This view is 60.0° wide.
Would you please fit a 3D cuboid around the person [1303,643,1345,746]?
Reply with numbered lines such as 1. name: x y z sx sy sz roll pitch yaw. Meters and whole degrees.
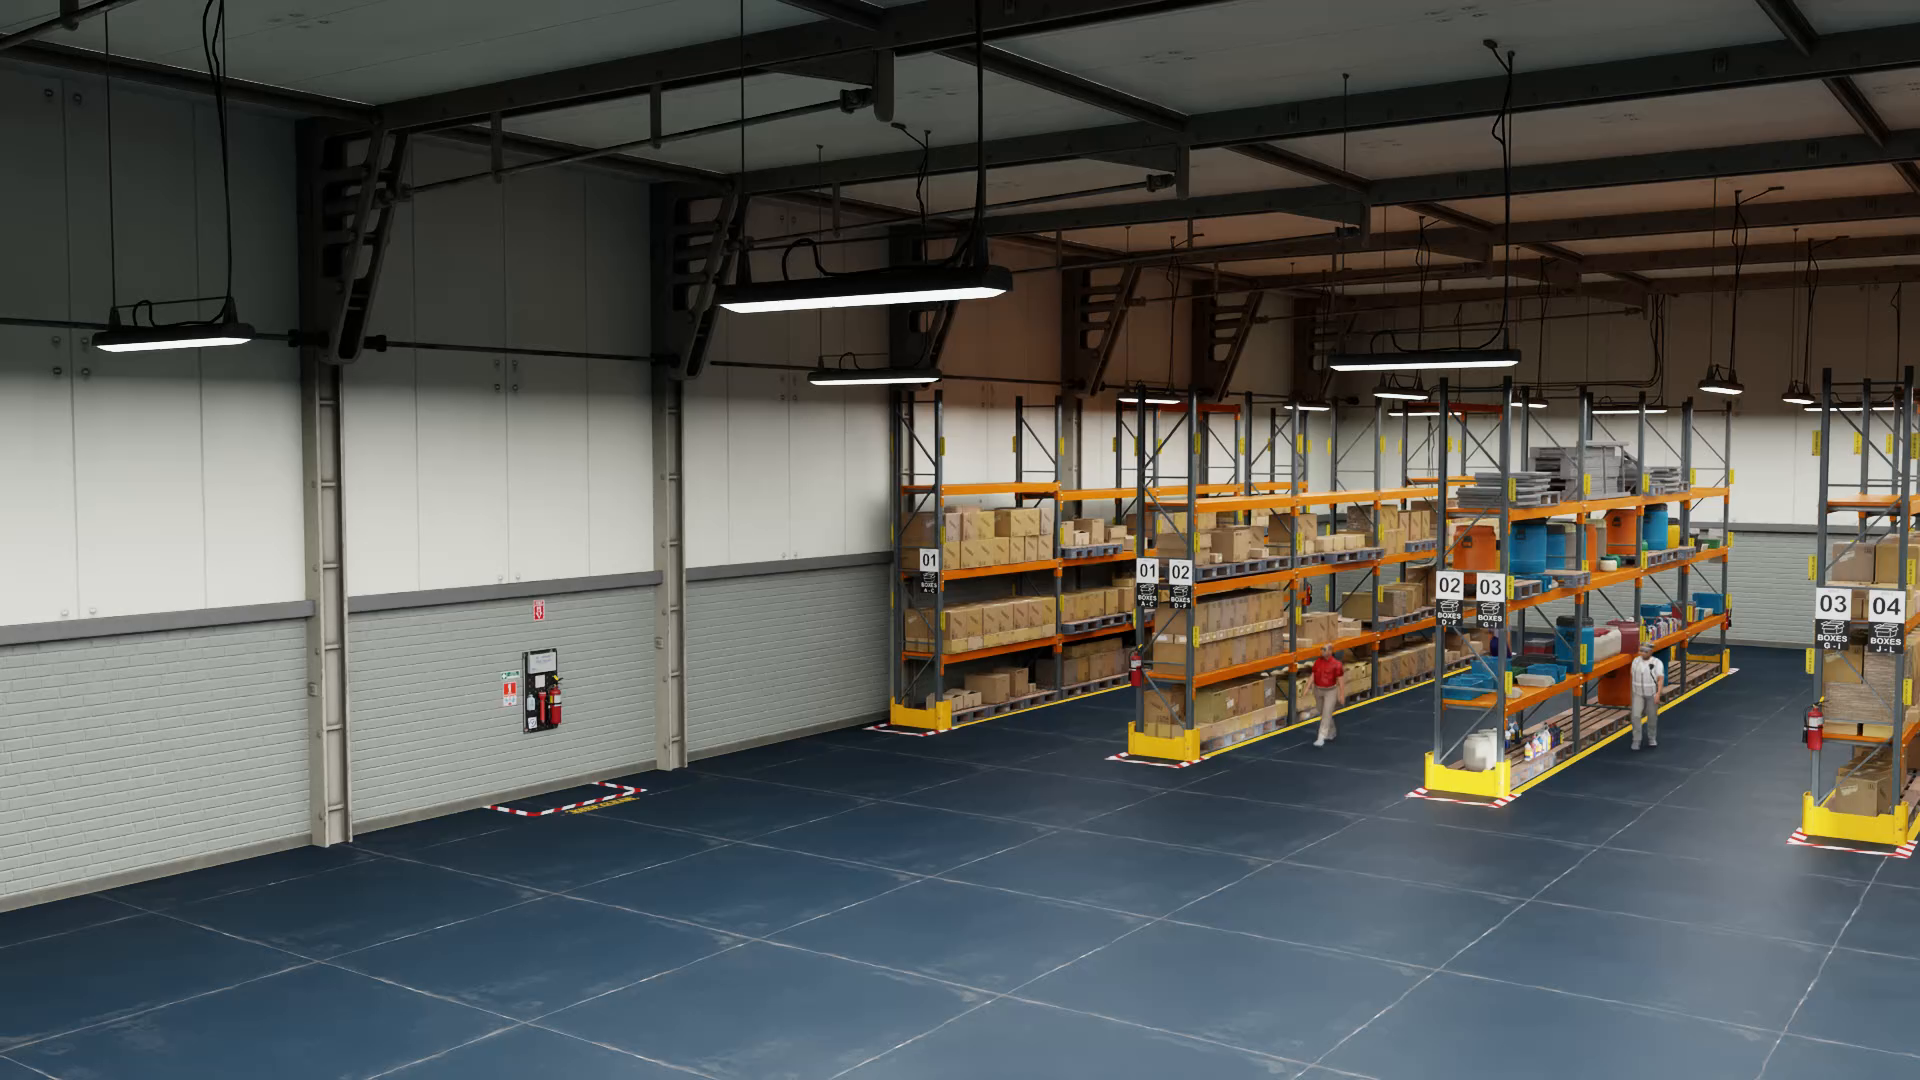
1. person: 6.096 2.568 27.924 0.649 1.659 1.024 3 4 41

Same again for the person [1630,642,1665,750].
1. person: 11.417 2.585 27.651 0.558 1.781 0.655 2 4 33

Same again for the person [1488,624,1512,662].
1. person: 11.273 2.228 34.767 0.481 1.649 0.533 -2 4 -37
